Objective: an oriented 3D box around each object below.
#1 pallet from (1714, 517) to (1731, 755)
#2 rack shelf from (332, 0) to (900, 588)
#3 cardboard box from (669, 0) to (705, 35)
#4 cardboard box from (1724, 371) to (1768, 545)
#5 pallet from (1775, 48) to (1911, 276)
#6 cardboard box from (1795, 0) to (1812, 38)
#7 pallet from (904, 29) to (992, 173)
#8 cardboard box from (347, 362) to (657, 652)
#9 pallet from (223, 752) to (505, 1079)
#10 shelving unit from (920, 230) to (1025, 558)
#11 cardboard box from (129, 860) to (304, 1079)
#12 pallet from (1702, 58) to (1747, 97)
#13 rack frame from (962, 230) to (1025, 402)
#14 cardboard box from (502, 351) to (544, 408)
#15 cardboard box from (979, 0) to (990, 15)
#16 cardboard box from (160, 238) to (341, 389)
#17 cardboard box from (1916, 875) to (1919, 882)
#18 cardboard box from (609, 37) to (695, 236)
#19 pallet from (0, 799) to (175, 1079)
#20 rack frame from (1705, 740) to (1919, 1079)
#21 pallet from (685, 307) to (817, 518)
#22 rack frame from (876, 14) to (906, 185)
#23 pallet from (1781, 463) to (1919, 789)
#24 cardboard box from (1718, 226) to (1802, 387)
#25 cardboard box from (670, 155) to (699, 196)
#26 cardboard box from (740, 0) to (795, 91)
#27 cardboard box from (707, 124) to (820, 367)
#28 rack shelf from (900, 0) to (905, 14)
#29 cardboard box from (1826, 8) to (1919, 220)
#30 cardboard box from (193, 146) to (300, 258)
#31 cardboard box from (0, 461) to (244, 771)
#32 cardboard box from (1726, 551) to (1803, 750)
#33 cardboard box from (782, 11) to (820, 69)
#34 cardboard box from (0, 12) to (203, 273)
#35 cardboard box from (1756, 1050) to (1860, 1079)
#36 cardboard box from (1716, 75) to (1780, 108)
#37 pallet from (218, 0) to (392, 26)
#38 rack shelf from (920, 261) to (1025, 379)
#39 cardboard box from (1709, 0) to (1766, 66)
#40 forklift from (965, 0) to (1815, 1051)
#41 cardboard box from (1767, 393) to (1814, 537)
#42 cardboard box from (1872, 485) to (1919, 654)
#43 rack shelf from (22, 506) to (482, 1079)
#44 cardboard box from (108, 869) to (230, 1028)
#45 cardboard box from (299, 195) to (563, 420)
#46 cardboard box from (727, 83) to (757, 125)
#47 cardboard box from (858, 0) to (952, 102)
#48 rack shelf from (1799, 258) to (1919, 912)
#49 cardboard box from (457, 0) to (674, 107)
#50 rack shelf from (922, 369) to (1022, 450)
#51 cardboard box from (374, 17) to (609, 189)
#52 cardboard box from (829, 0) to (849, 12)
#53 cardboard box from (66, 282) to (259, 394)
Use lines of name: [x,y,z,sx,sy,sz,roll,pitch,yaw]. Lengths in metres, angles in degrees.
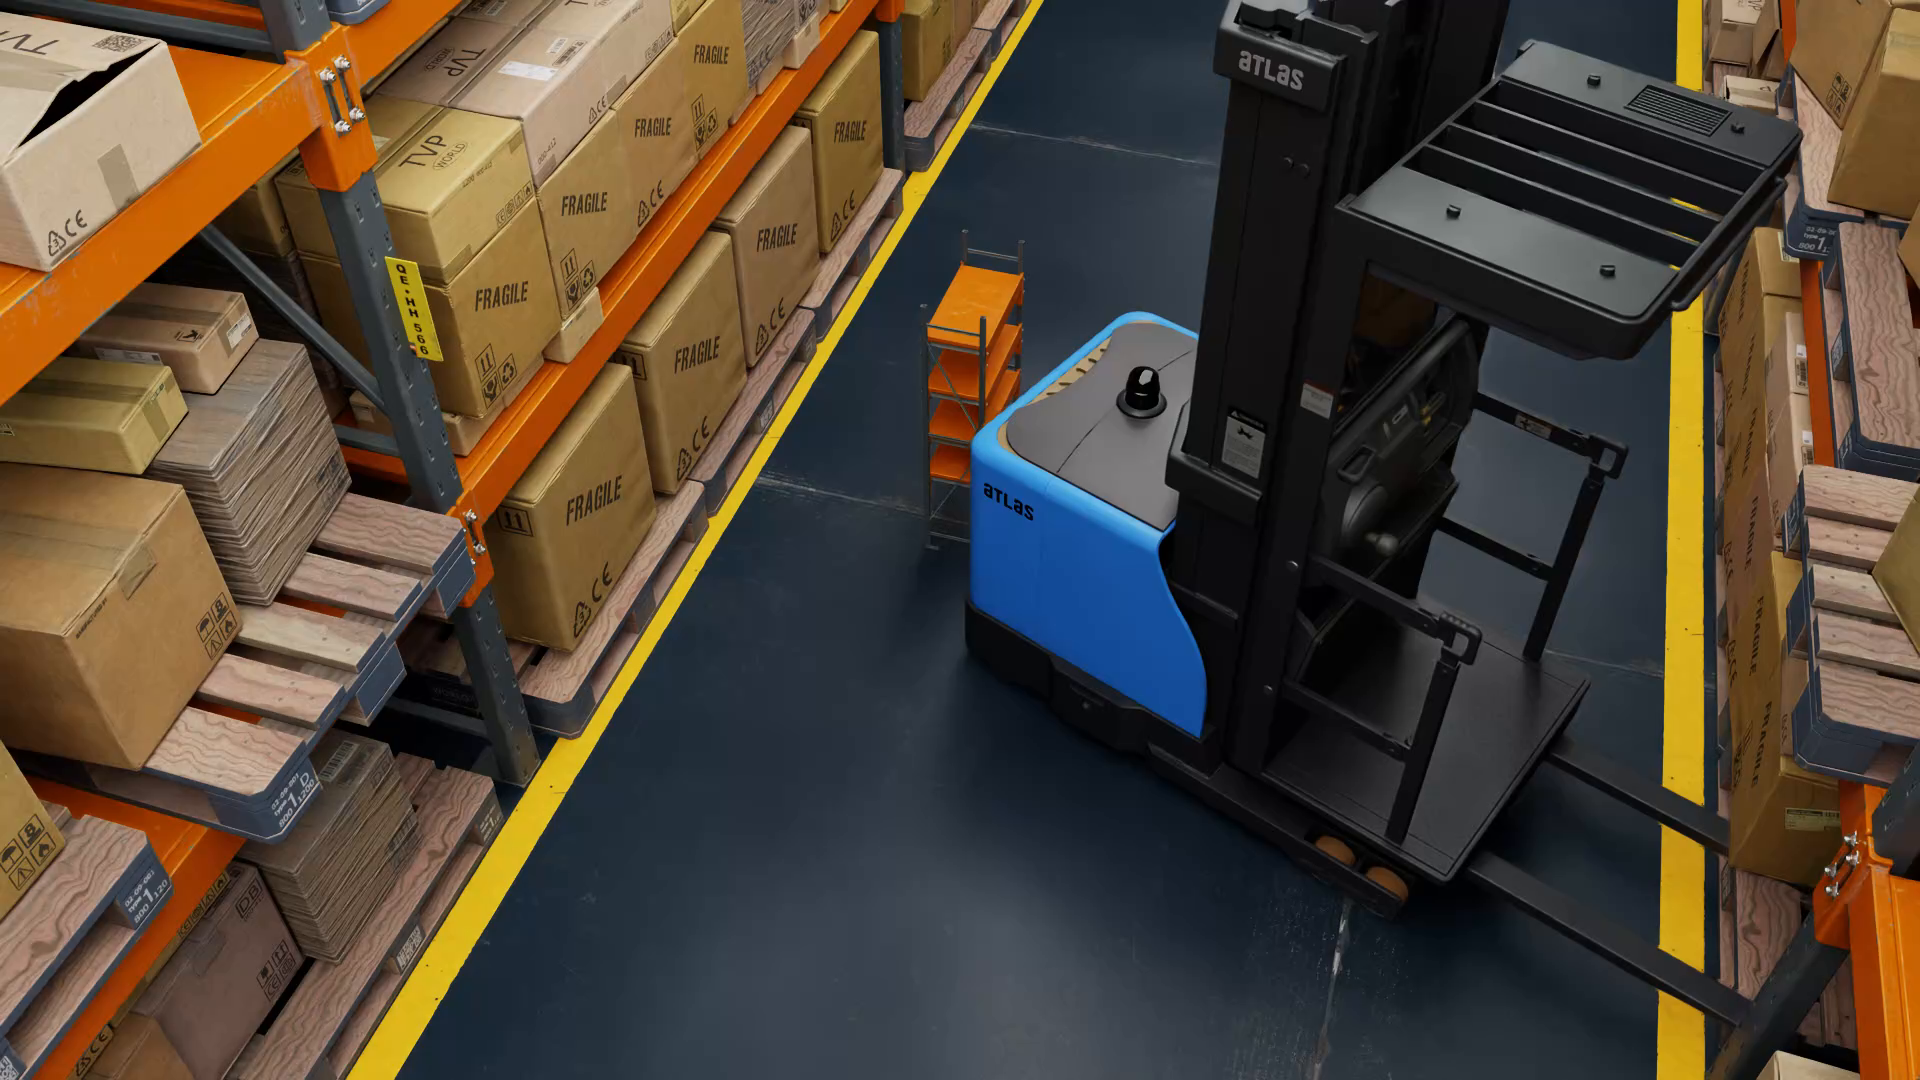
pallet: [3.368,0.403,6.187,1.003,0.211,1.213,13,46,13]
rack shelf: [-1.381,-1.416,6.567,1.077,0.370,4.000,13,46,13]
cardboard box: [-1.146,-2.039,5.855,0.500,0.250,0.500,12,46,12]
cardboard box: [3.258,-0.263,6.347,0.500,0.500,0.500,13,46,13]
pallet: [3.600,-1.381,6.154,1.003,0.211,1.213,13,46,13]
cardboard box: [3.853,-2.383,6.969,0.500,0.500,0.500,13,46,13]
pallet: [-0.471,-2.500,9.154,1.003,0.211,1.213,13,46,13]
cardboard box: [-1.639,-0.184,6.030,0.750,0.750,0.750,12,46,12]
pallet: [-2.225,1.177,5.396,1.003,0.211,1.213,13,46,13]
shelving unit: [0.050,-0.539,6.443,0.258,1.200,0.503,13,46,12]
cardboard box: [-2.422,1.206,4.846,0.700,0.500,0.500,12,46,12]
pallet: [4.523,-2.236,8.884,1.003,0.211,1.213,13,46,13]
rack frame: [0.124,-0.702,6.609,0.240,1.200,0.015,13,46,12]
cardboard box: [-1.582,-0.594,5.377,0.380,0.149,0.250,13,46,13]
cardboard box: [-0.139,-3.415,9.583,0.700,0.500,0.500,14,46,13]
cardboard box: [-2.095,-0.860,5.185,0.500,0.500,0.500,13,46,13]
cardboard box: [3.298,0.850,5.209,0.500,0.500,0.500,11,45,11]
cardboard box: [-1.277,-1.436,5.775,0.500,0.500,0.500,12,46,12]
pallet: [-2.548,1.057,3.662,1.003,0.211,1.213,13,46,13]
rack frame: [2.735,0.707,3.883,1.000,3.000,0.127,13,46,13]
pallet: [-1.305,-0.663,7.277,1.003,0.211,1.213,13,46,13]
rack frame: [-0.776,-3.006,7.677,1.000,3.000,0.127,13,46,13]
pallet: [2.873,0.309,4.427,1.213,0.211,1.003,13,46,13]
cardboard box: [3.568,-0.952,7.051,0.500,0.500,0.500,11,45,11]
cardboard box: [-1.213,-1.452,6.255,0.380,0.149,0.250,13,46,13]
cardboard box: [-0.981,-2.119,6.472,0.500,0.500,0.500,13,46,13]
cardboard box: [-1.115,-1.334,7.205,0.750,0.750,0.750,14,46,14]
rack shelf: [-0.170,-4.082,9.291,1.077,0.370,4.000,13,46,13]
cardboard box: [3.442,-1.405,5.669,0.700,0.500,0.500,19,48,19]
cardboard box: [-2.097,-1.114,4.909,0.500,0.250,0.500,14,46,14]
cardboard box: [-2.263,0.161,4.055,0.700,0.500,0.500,9,45,9]
cardboard box: [2.952,0.425,5.644,0.500,0.500,0.500,11,45,11]
cardboard box: [-0.808,-2.113,6.930,0.380,0.149,0.250,13,46,13]
cardboard box: [-1.948,-0.850,3.379,0.500,0.311,0.500,13,46,13]
cardboard box: [2.297,1.626,4.208,0.500,0.311,0.500,14,46,14]
cardboard box: [4.076,-2.095,8.355,0.500,0.311,0.500,13,46,13]
pallet: [-1.843,-1.785,4.420,1.213,0.211,1.003,15,46,14]
rack shelf: [0.050,-0.820,6.168,0.258,0.148,0.480,13,46,12]
cardboard box: [4.420,-2.831,9.150,0.500,0.250,0.500,13,46,13]
forklift: [1.483,-0.232,4.891,3.031,2.935,1.130,30,52,27]
cardboard box: [3.113,-0.219,5.766,0.500,0.250,0.500,12,46,12]
cardboard box: [2.818,0.077,4.154,0.700,0.500,0.500,-1,44,-1]
rack shelf: [-2.593,1.250,3.842,1.077,0.370,4.000,13,46,13]
cardboard box: [-2.388,0.986,4.534,0.500,0.250,0.500,13,46,13]
cardboard box: [-1.596,-0.759,5.082,0.500,0.500,0.500,14,46,14]
cardboard box: [-1.035,-1.801,6.611,0.380,0.149,0.250,11,46,11]
cardboard box: [-0.452,-2.740,8.892,0.700,0.500,0.500,13,46,13]
rack shelf: [3.341,-0.369,5.497,1.077,0.370,4.000,13,46,13]
cardboard box: [-1.294,-1.698,5.506,0.500,0.250,0.500,13,46,13]
rack shelf: [0.050,-0.491,6.490,0.258,0.148,0.480,13,46,12]
cardboard box: [-1.442,-1.364,5.164,0.500,0.250,0.500,12,46,12]
cardboard box: [-0.662,-2.465,7.290,0.380,0.149,0.250,13,46,13]
cardboard box: [-2.063,-0.528,4.295,0.380,0.149,0.250,7,45,7]
